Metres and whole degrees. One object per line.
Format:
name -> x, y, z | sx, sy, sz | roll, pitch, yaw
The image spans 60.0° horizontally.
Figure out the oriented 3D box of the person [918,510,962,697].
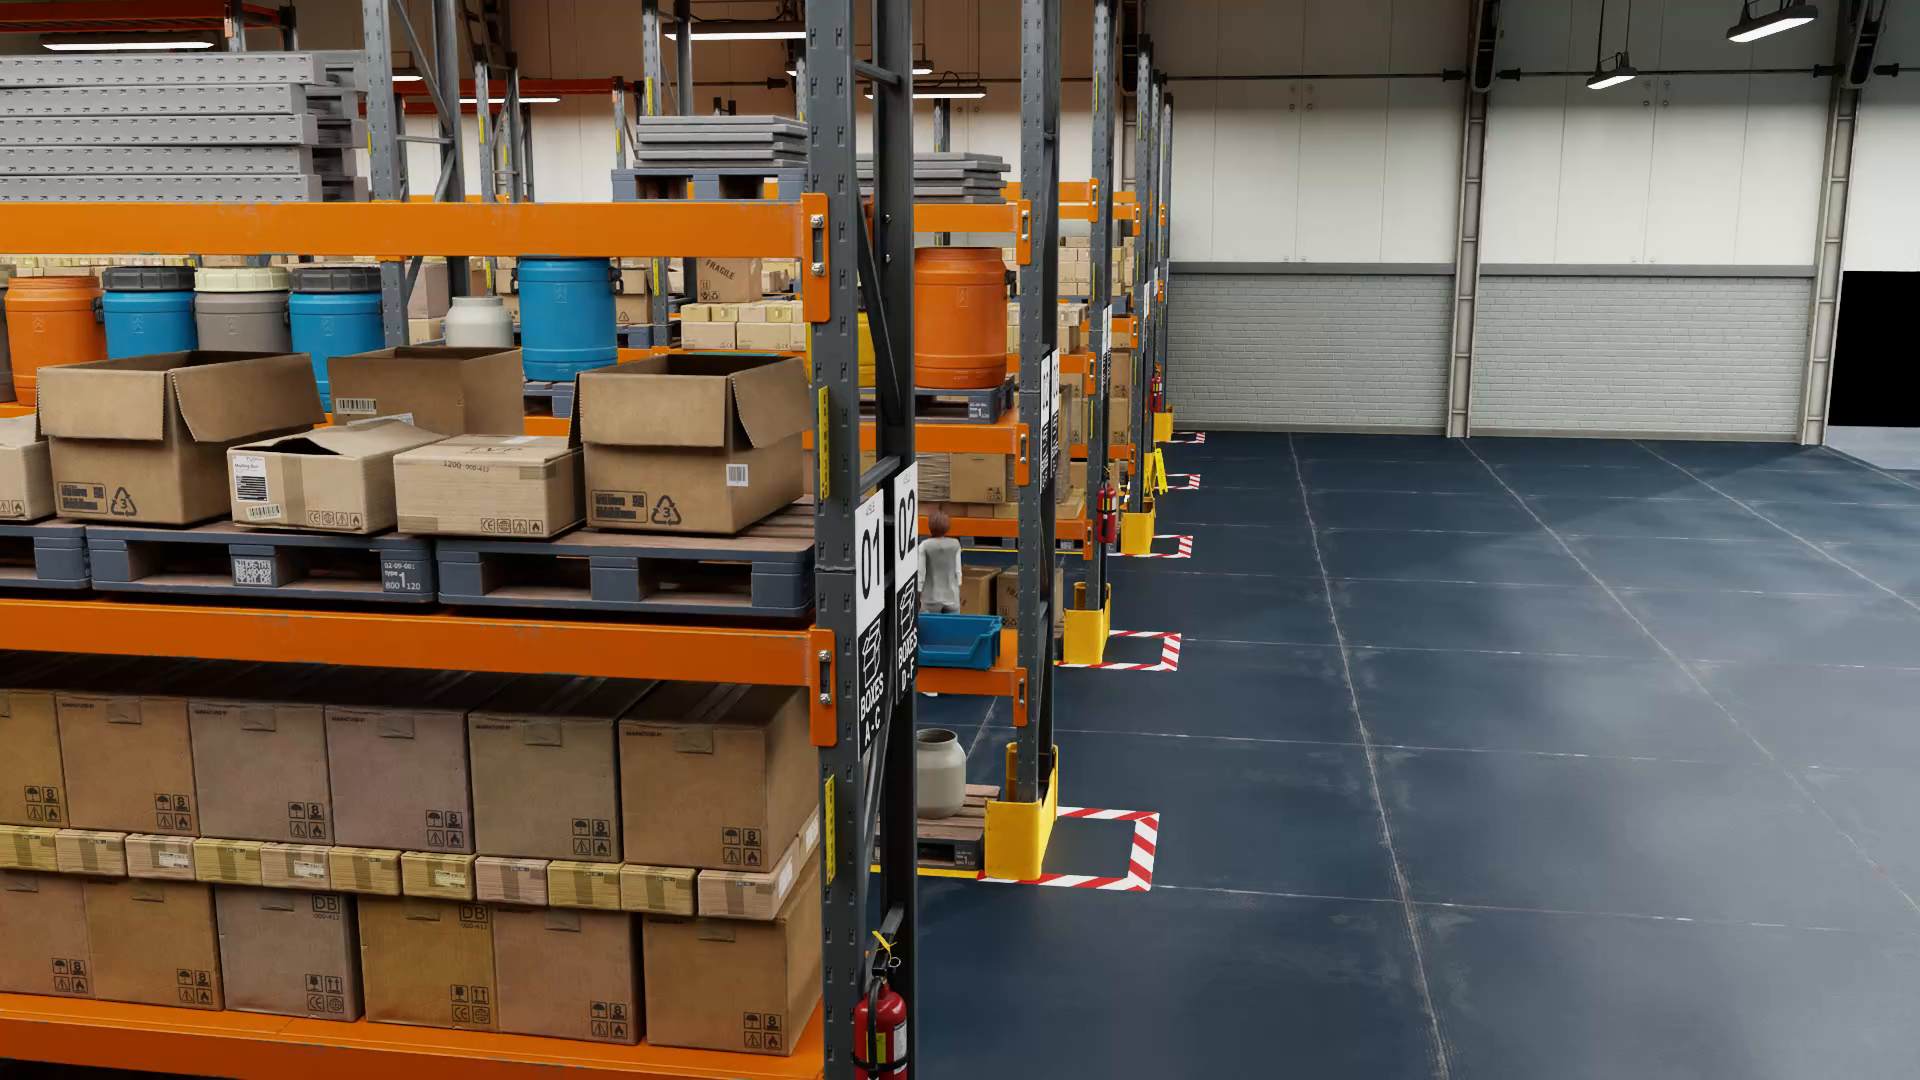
person -> -0.186, 0.547, 14.070 | 0.407, 1.601, 0.311 | -3, 12, -16
